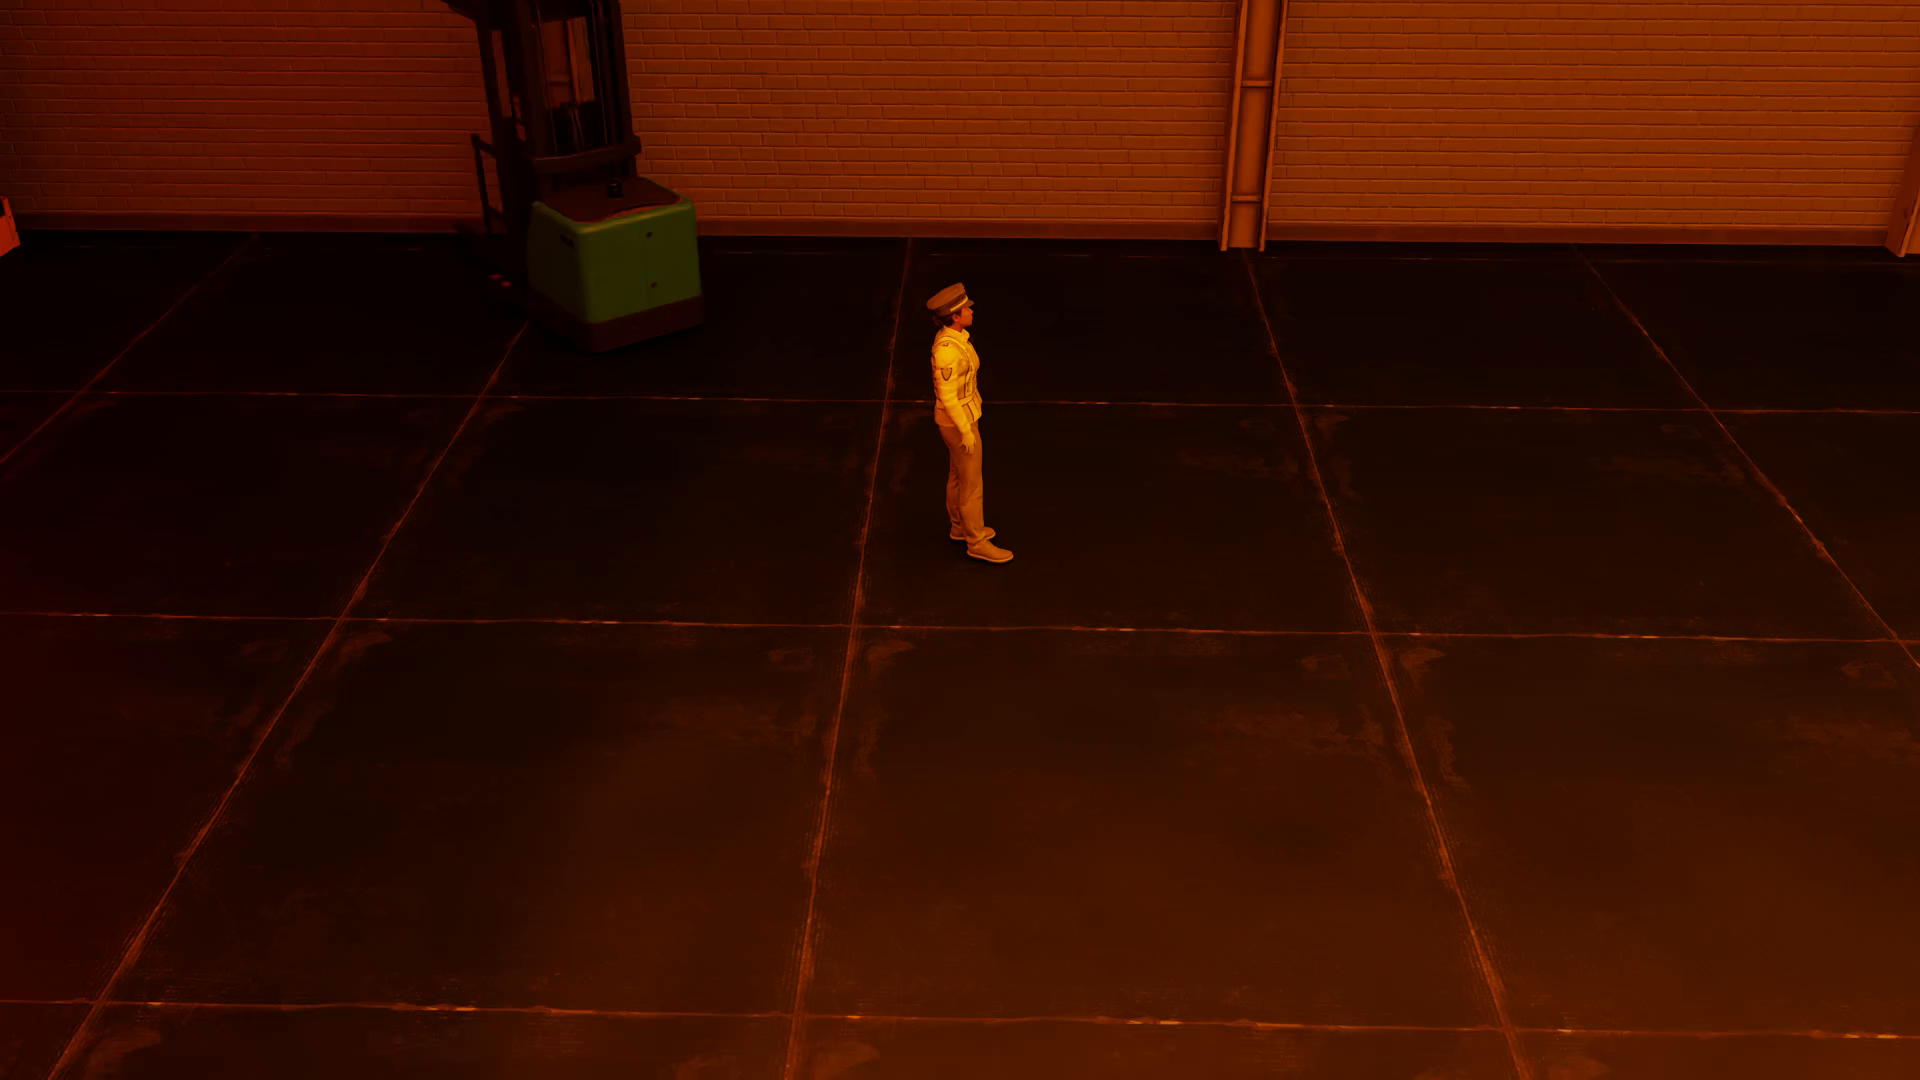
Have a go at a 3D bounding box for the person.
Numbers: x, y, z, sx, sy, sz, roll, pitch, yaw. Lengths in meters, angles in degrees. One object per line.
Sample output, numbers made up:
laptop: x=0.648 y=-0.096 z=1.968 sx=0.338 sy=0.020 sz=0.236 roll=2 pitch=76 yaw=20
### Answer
person: x=0.069 y=-0.732 z=10.058 sx=0.530 sy=1.694 sz=0.586 roll=1 pitch=31 yaw=1

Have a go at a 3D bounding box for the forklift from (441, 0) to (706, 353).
forklift: x=-3.338 y=-3.391 z=13.366 sx=1.130 sy=2.935 sz=3.031 roll=-22 pitch=37 yaw=-32
